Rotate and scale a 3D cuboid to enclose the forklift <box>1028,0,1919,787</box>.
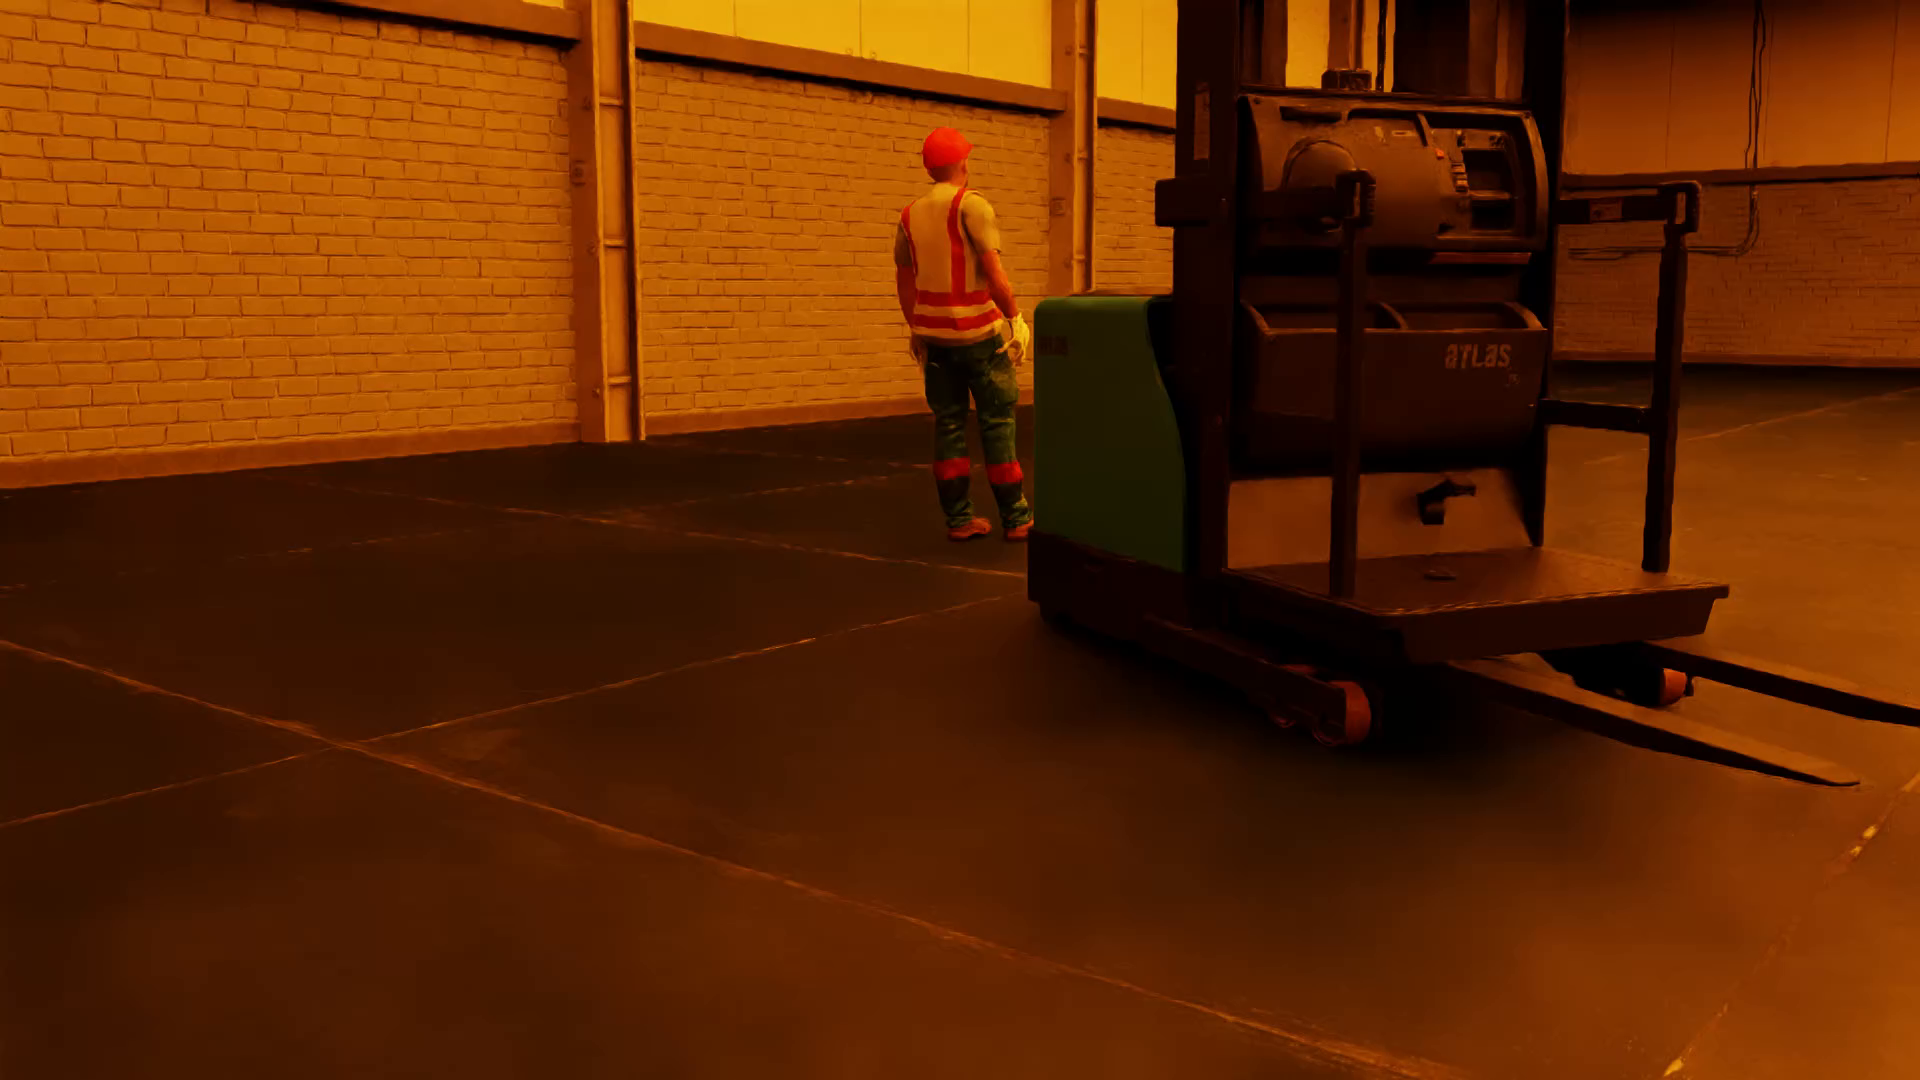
[{"bbox_3d":[1.266,-1.021,4.257,1.130,2.935,3.031,-3,9,-23],"label":"forklift"}]

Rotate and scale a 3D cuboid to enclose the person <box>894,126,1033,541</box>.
[{"bbox_3d":[0.059,-0.900,7.329,0.637,1.787,0.563,7,11,38],"label":"person"}]
